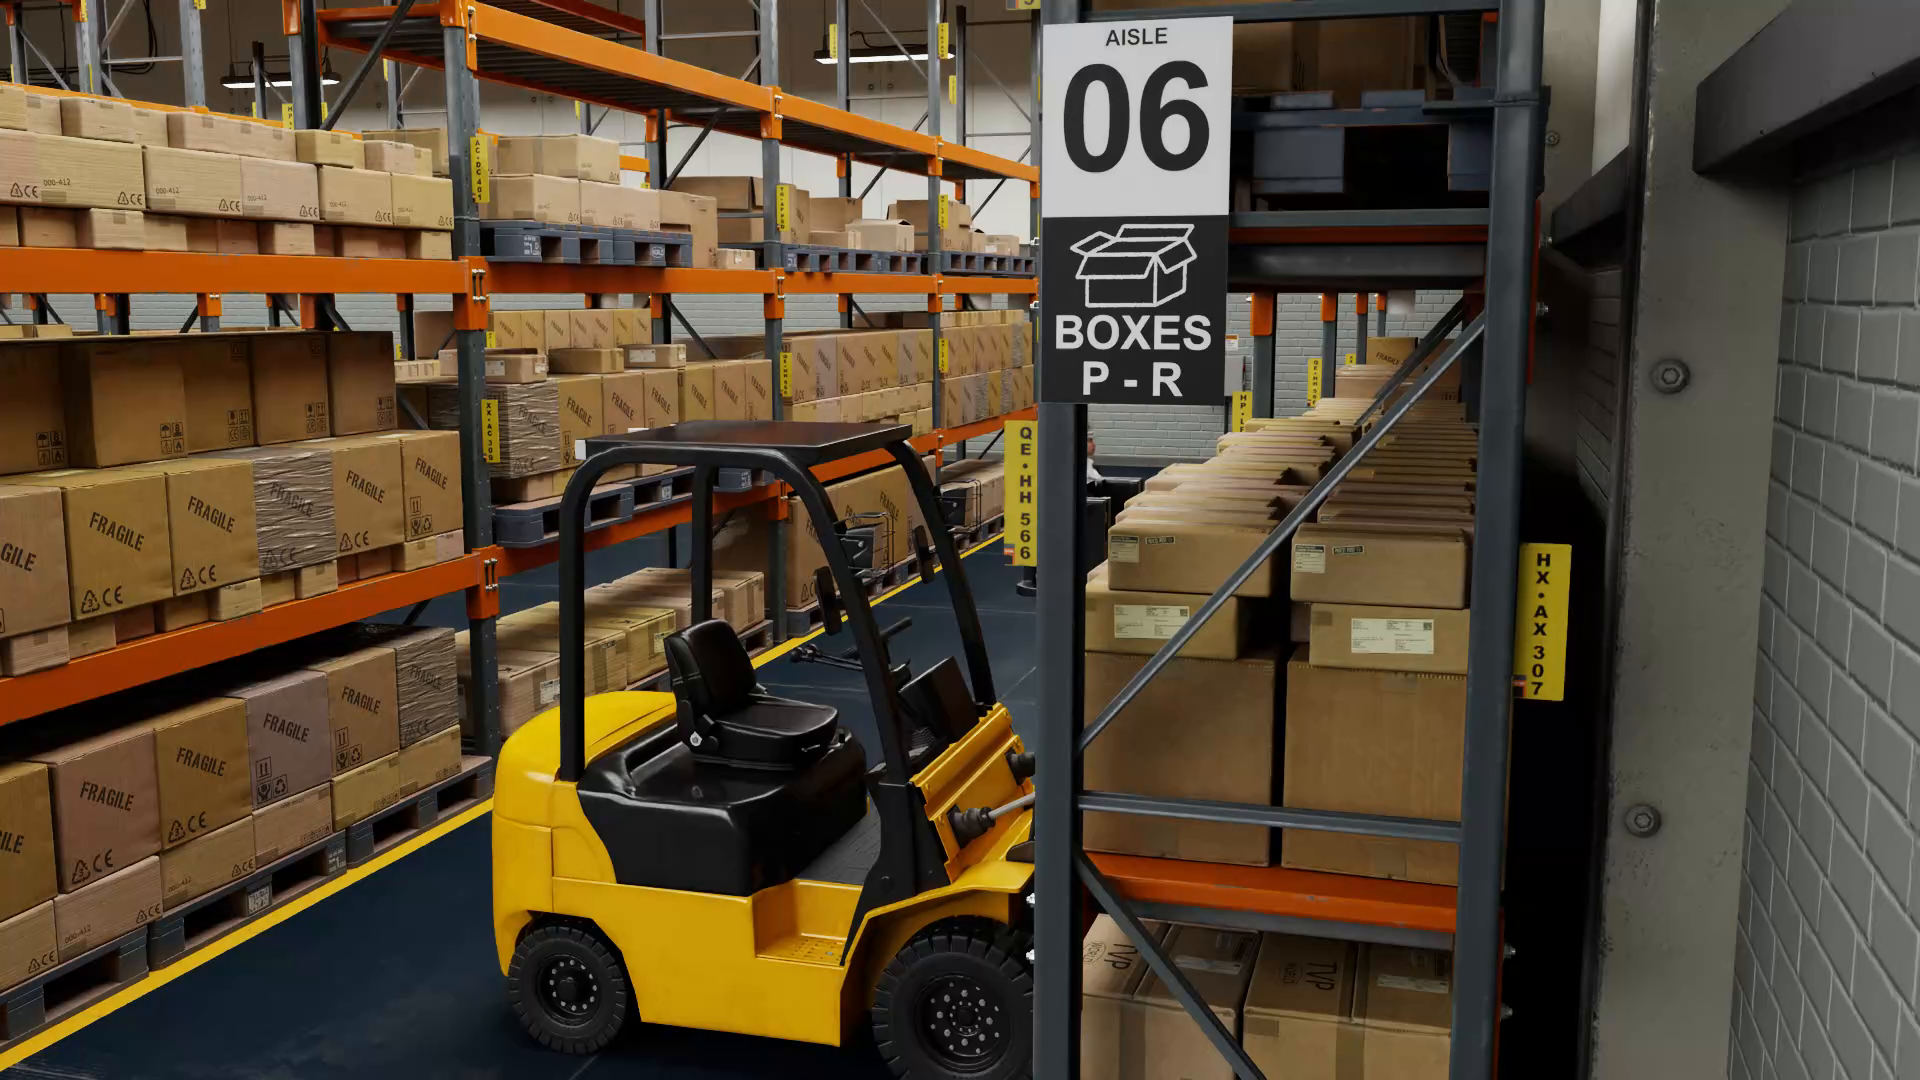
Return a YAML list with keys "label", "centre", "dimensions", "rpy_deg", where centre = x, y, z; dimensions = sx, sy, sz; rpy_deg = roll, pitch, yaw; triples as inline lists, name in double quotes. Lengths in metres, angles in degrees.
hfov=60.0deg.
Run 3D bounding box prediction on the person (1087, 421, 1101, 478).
- label: "person"
  centre: [1.009, -0.058, 12.617]
  dimensions: [0.517, 1.692, 0.482]
  rpy_deg: [2, 9, 16]
